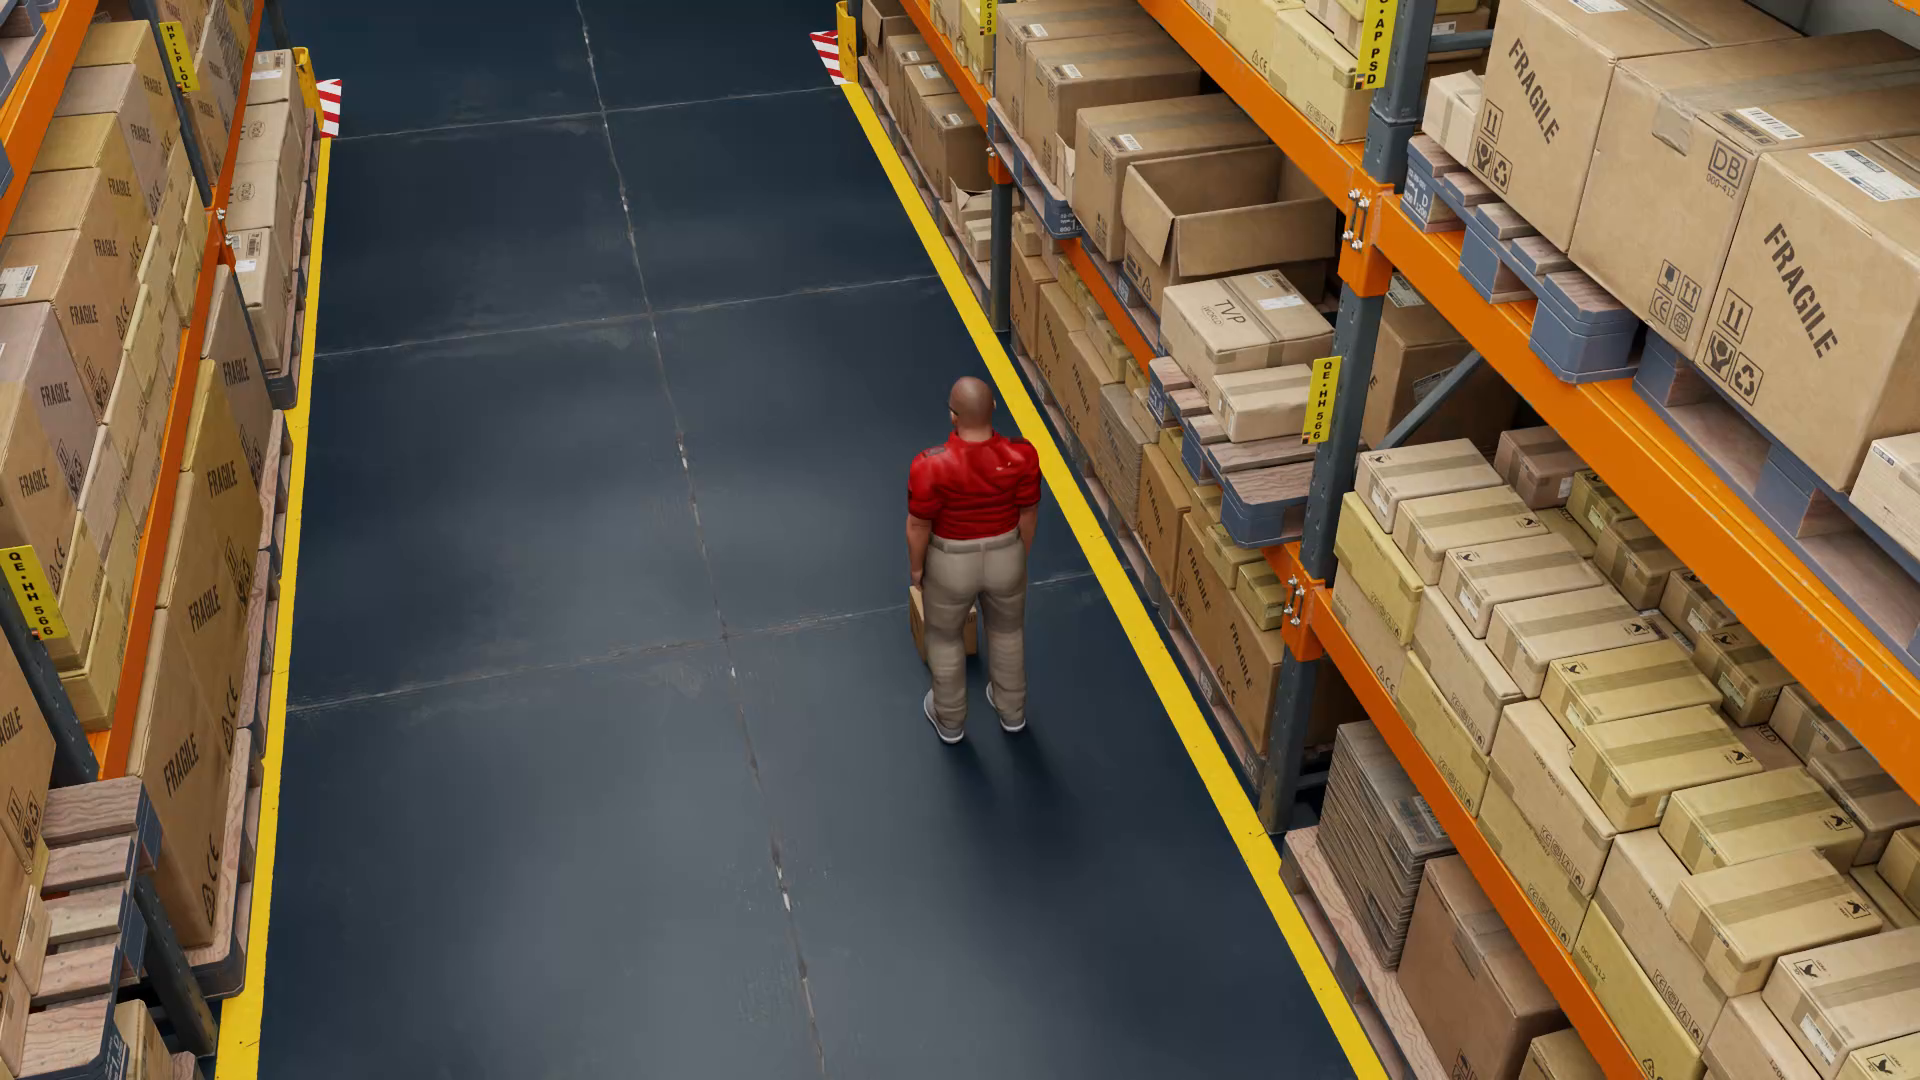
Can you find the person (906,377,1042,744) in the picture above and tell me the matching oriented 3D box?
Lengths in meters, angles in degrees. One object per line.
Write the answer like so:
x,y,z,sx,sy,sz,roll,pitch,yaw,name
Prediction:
0.038,0.075,6.639,0.527,1.723,0.360,-9,39,-11,person
